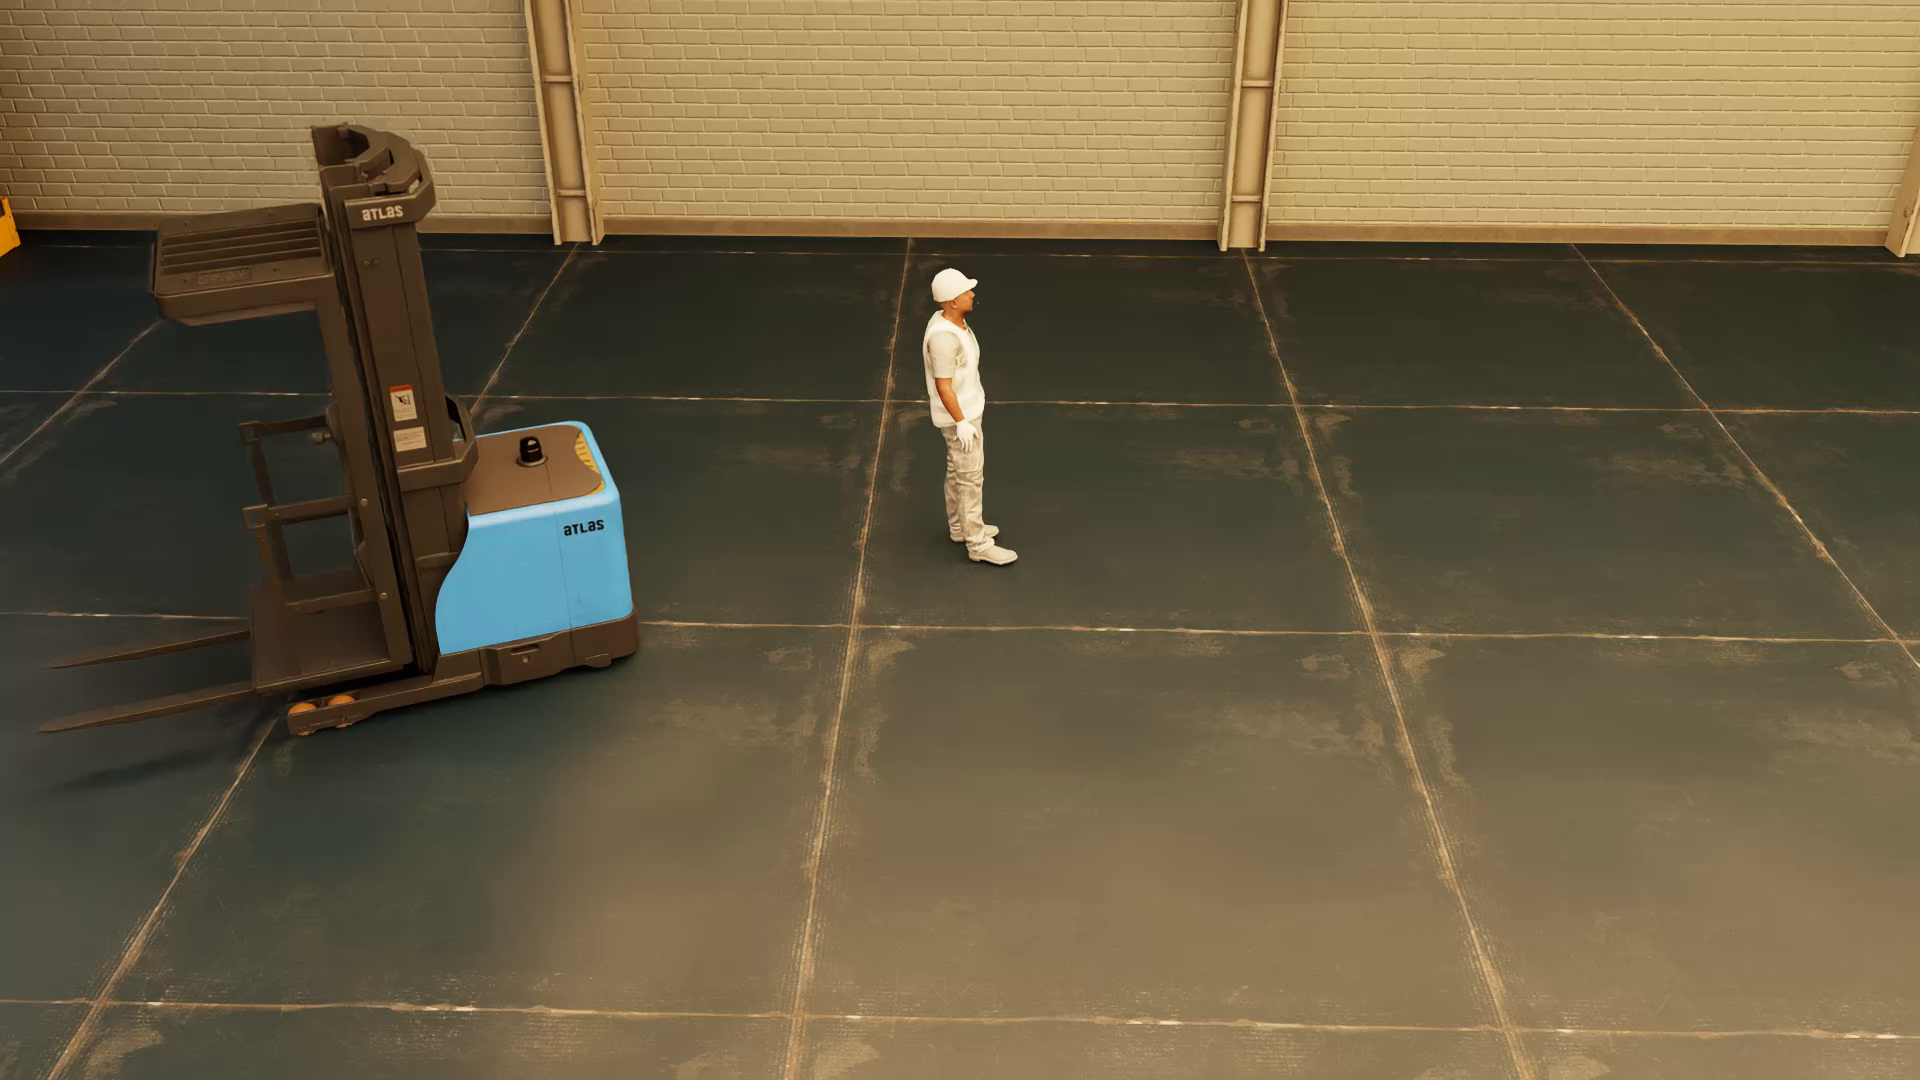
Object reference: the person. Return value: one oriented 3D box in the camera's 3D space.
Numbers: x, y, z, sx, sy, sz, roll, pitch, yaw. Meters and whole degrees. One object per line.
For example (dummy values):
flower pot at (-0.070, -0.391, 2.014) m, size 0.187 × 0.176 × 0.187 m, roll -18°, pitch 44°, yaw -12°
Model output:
person at (0.072, -0.769, 10.034) m, size 0.575 × 1.785 × 0.657 m, roll 1°, pitch 31°, yaw 1°

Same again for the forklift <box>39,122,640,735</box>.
forklift at (-3.372, -0.539, 8.528) m, size 3.031 × 2.935 × 1.130 m, roll -11°, pitch 32°, yaw -18°
